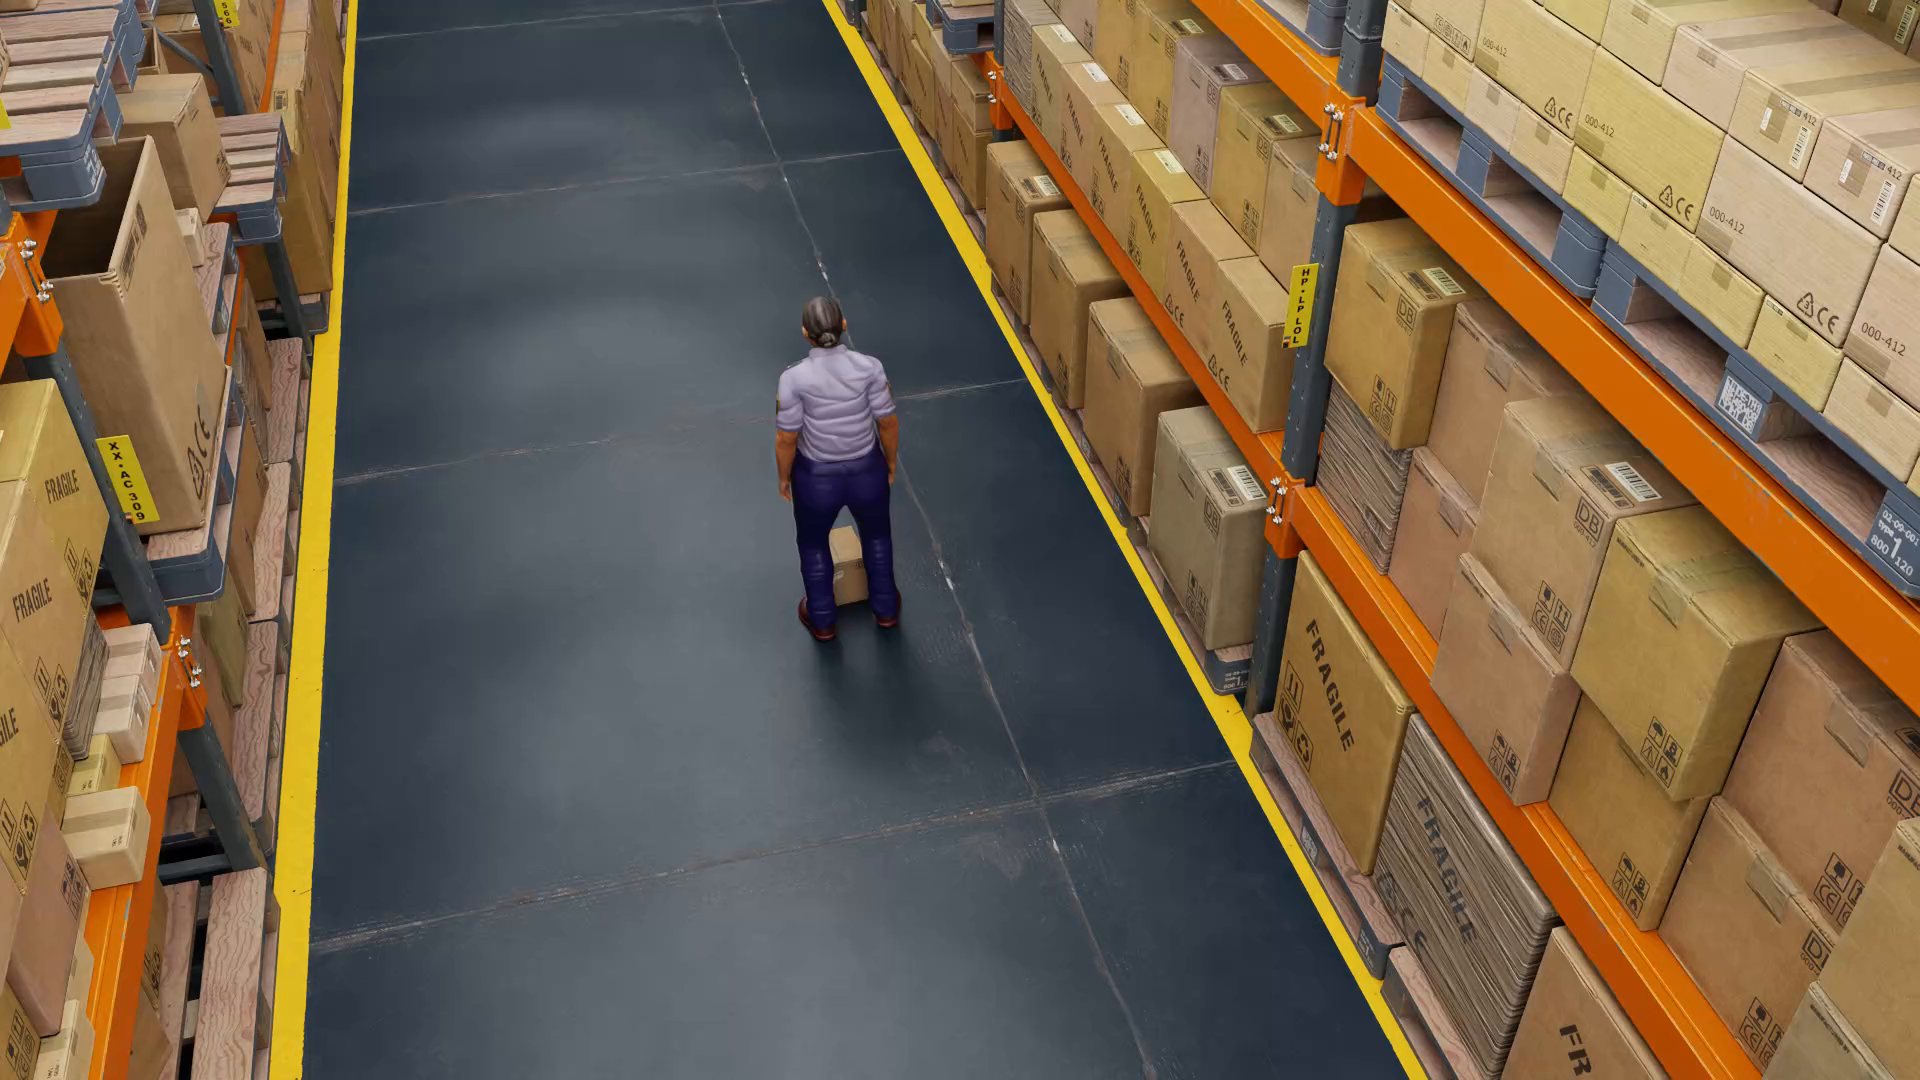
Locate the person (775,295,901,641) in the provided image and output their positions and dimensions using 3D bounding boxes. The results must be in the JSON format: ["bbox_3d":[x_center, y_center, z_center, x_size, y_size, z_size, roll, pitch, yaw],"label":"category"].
[{"bbox_3d":[-0.510,-0.278,7.071,0.537,1.651,0.373,-9,39,-12],"label":"person"}]
